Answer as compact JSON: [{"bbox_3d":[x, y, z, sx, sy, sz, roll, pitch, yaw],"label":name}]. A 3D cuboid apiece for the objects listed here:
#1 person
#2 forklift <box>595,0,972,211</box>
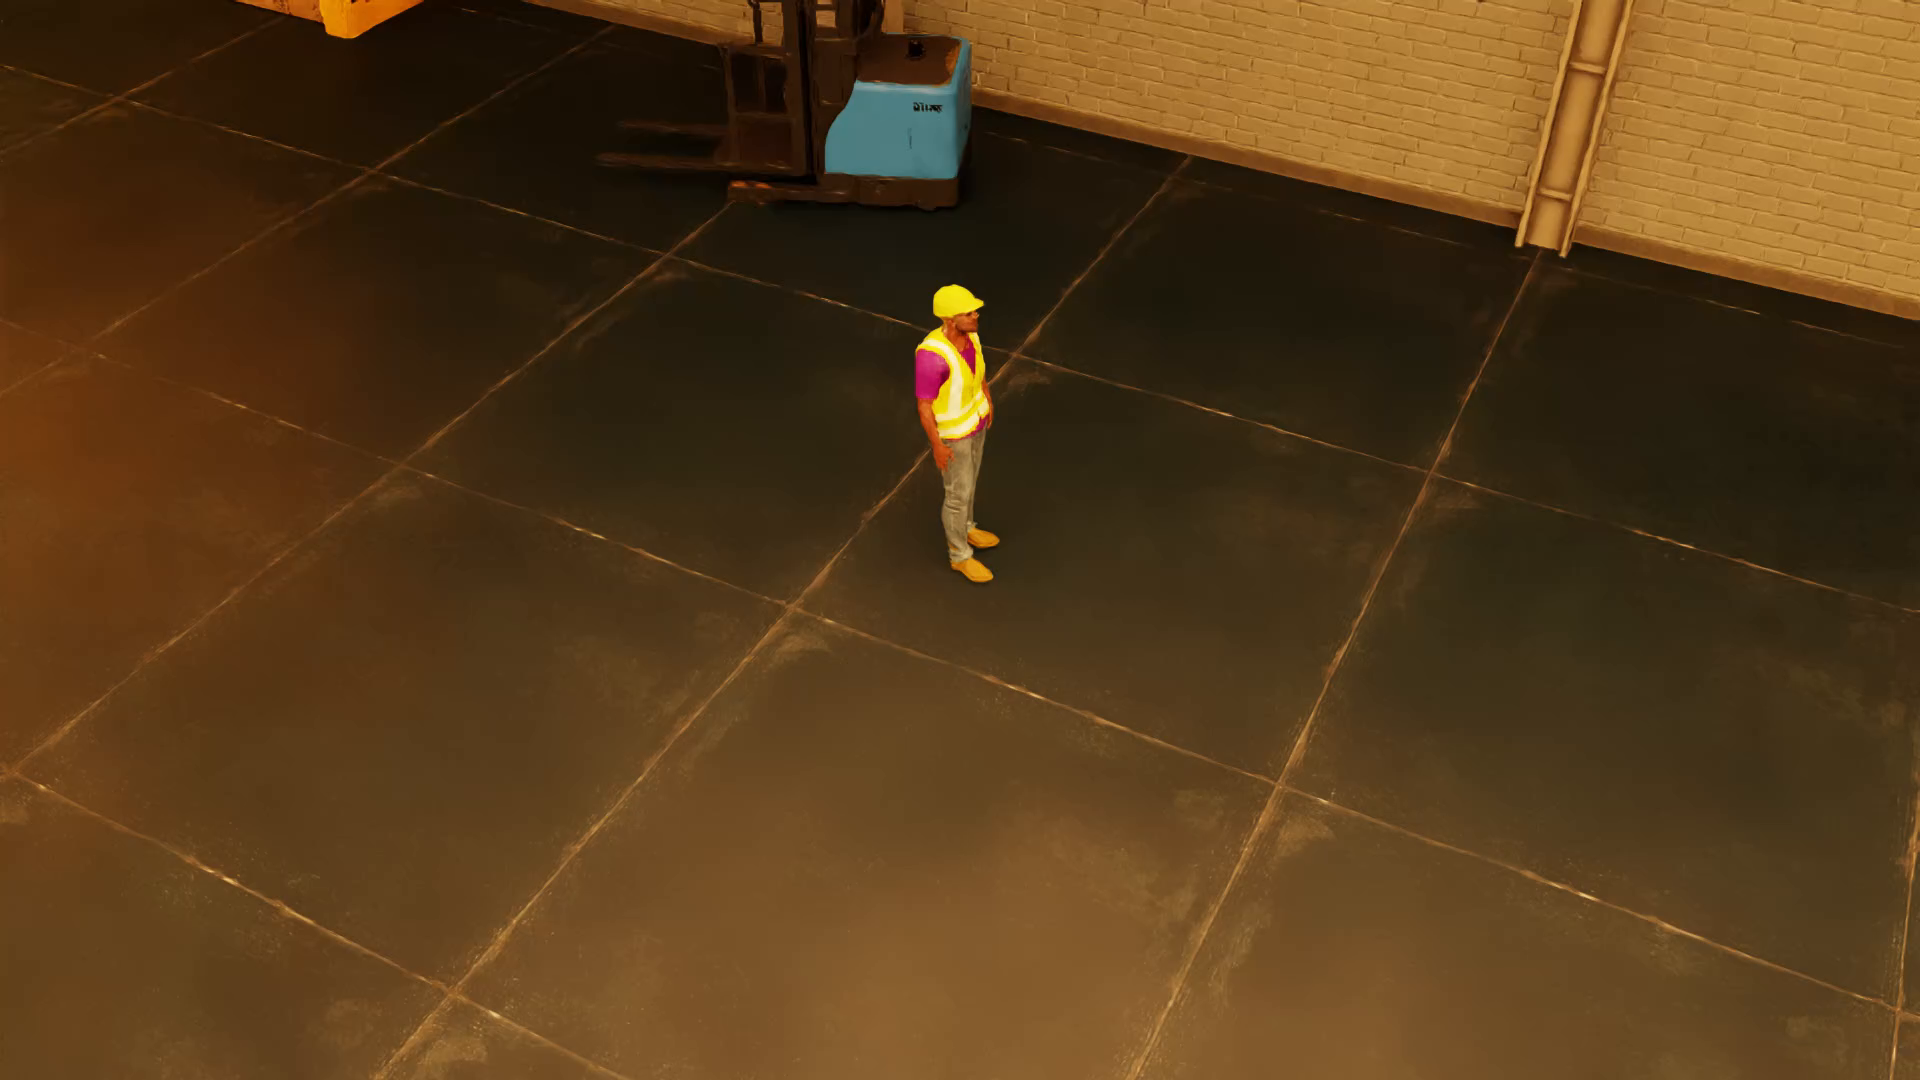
[{"bbox_3d":[0.059,-0.657,9.660,0.576,1.765,0.665,18,43,21],"label":"person"},{"bbox_3d":[-1.456,-4.181,12.950,3.031,2.935,1.130,5,40,6],"label":"forklift"}]
